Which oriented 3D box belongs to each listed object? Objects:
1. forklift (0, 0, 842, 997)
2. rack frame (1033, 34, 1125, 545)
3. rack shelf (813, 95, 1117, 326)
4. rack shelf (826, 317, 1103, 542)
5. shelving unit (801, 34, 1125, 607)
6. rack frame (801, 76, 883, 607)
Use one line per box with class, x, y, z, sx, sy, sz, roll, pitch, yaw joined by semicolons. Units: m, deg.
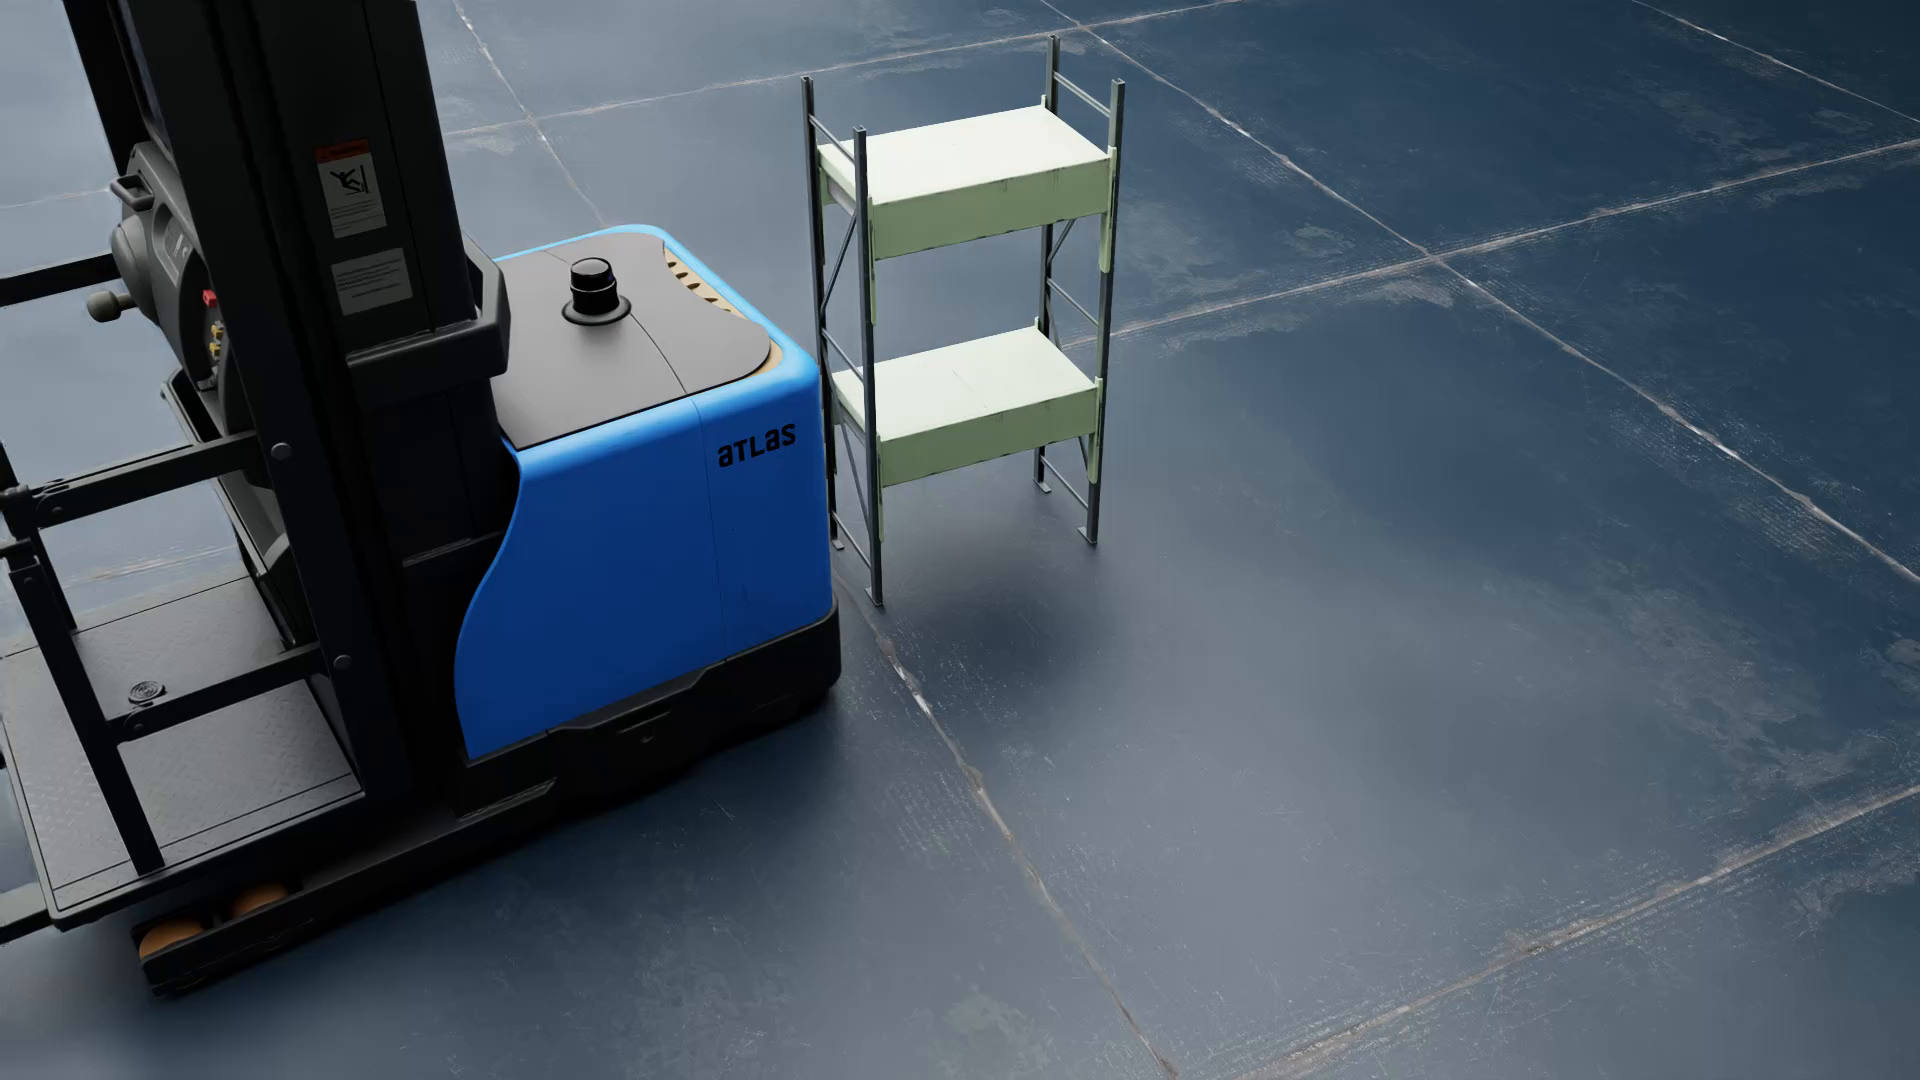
forklift;-1.841;-0.500;3.463;3.031;2.935;1.130;-22;42;-26
rack frame;0.337;-0.697;4.930;0.023;1.500;0.400;-16;39;-20
rack shelf;0.006;-0.918;4.573;0.720;0.370;0.431;-16;39;-20
rack shelf;0.006;-0.342;5.000;0.720;0.370;0.431;-16;39;-20
shelving unit;0.006;-0.604;4.805;0.755;1.500;0.431;-16;39;-20
rack frame;-0.325;-0.511;4.681;0.023;1.500;0.400;-16;39;-20
